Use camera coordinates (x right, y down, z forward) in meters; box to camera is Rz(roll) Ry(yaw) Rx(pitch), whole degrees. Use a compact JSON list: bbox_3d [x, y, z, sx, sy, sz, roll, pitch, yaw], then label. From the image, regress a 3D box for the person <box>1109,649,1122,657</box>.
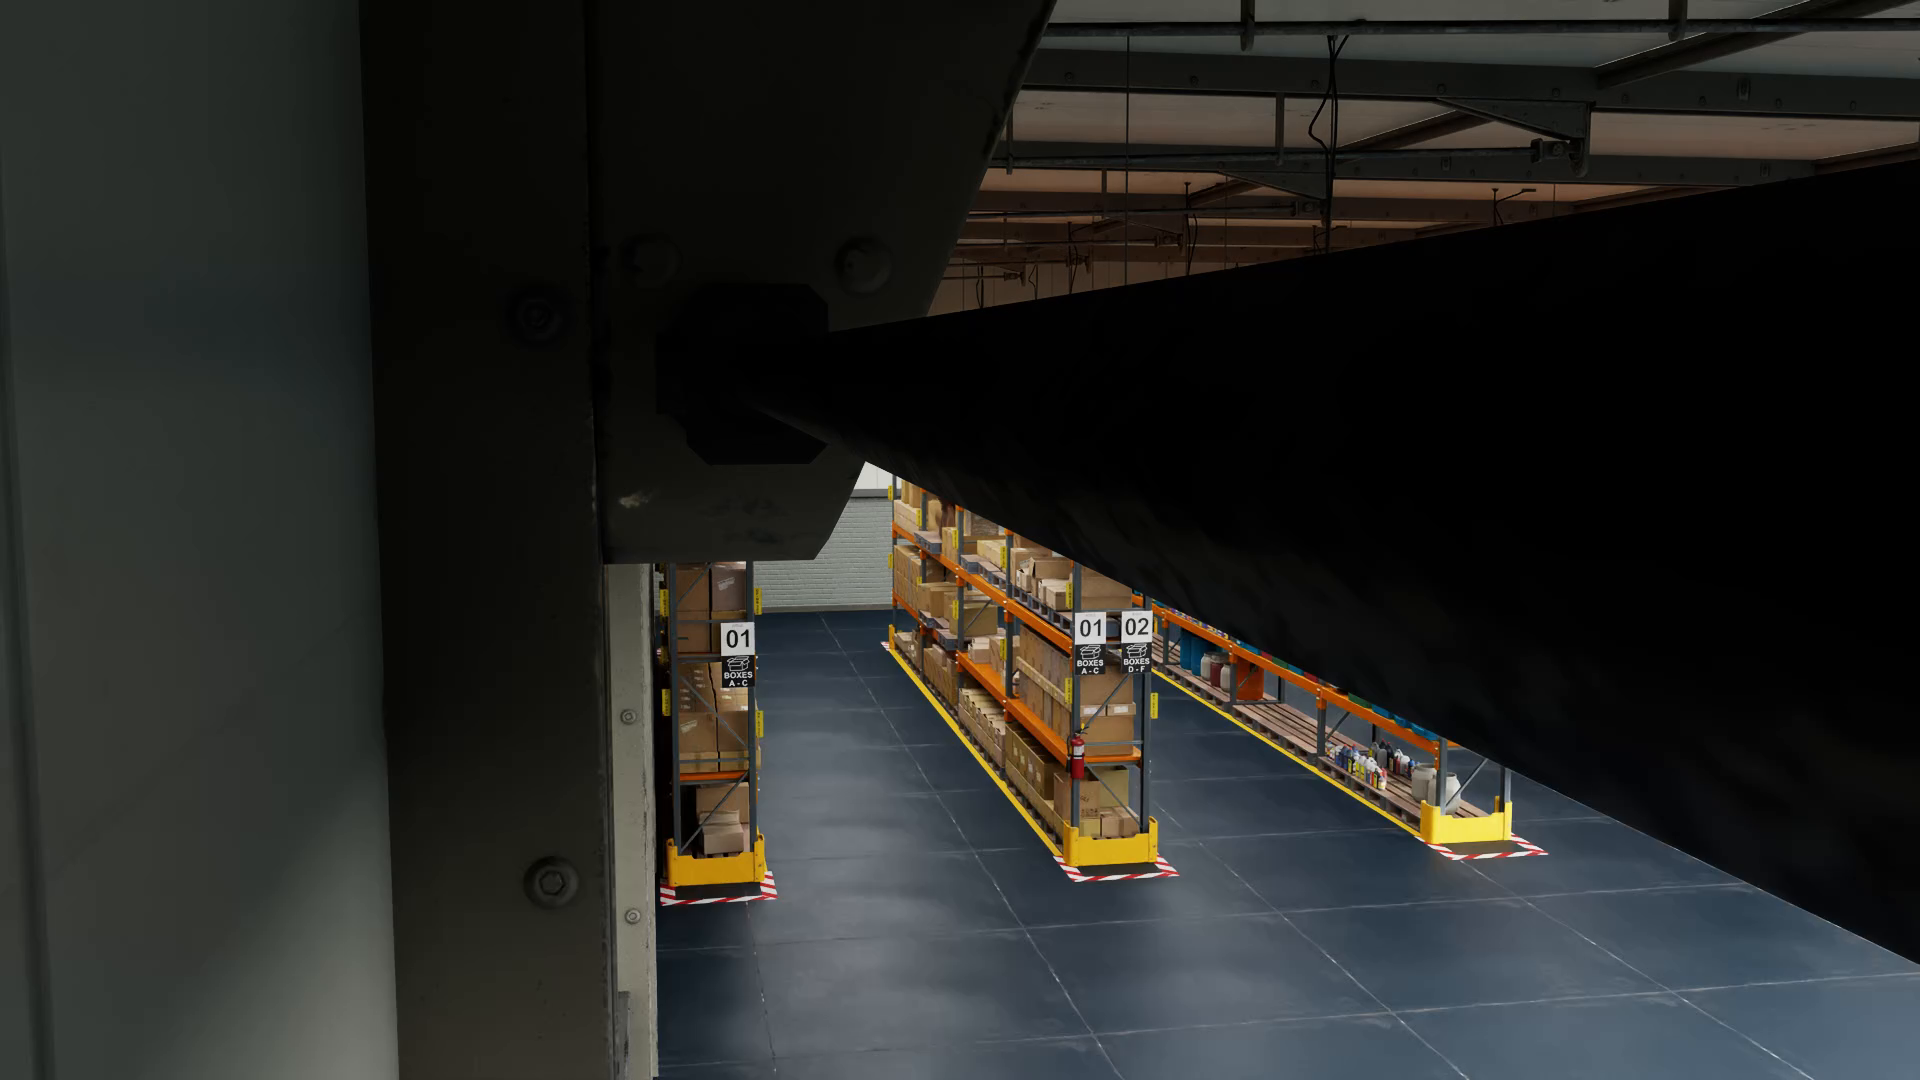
[{"bbox_3d":[2.842,2.285,30.090,0.678,1.603,0.930,0,6,4],"label":"person"}]
